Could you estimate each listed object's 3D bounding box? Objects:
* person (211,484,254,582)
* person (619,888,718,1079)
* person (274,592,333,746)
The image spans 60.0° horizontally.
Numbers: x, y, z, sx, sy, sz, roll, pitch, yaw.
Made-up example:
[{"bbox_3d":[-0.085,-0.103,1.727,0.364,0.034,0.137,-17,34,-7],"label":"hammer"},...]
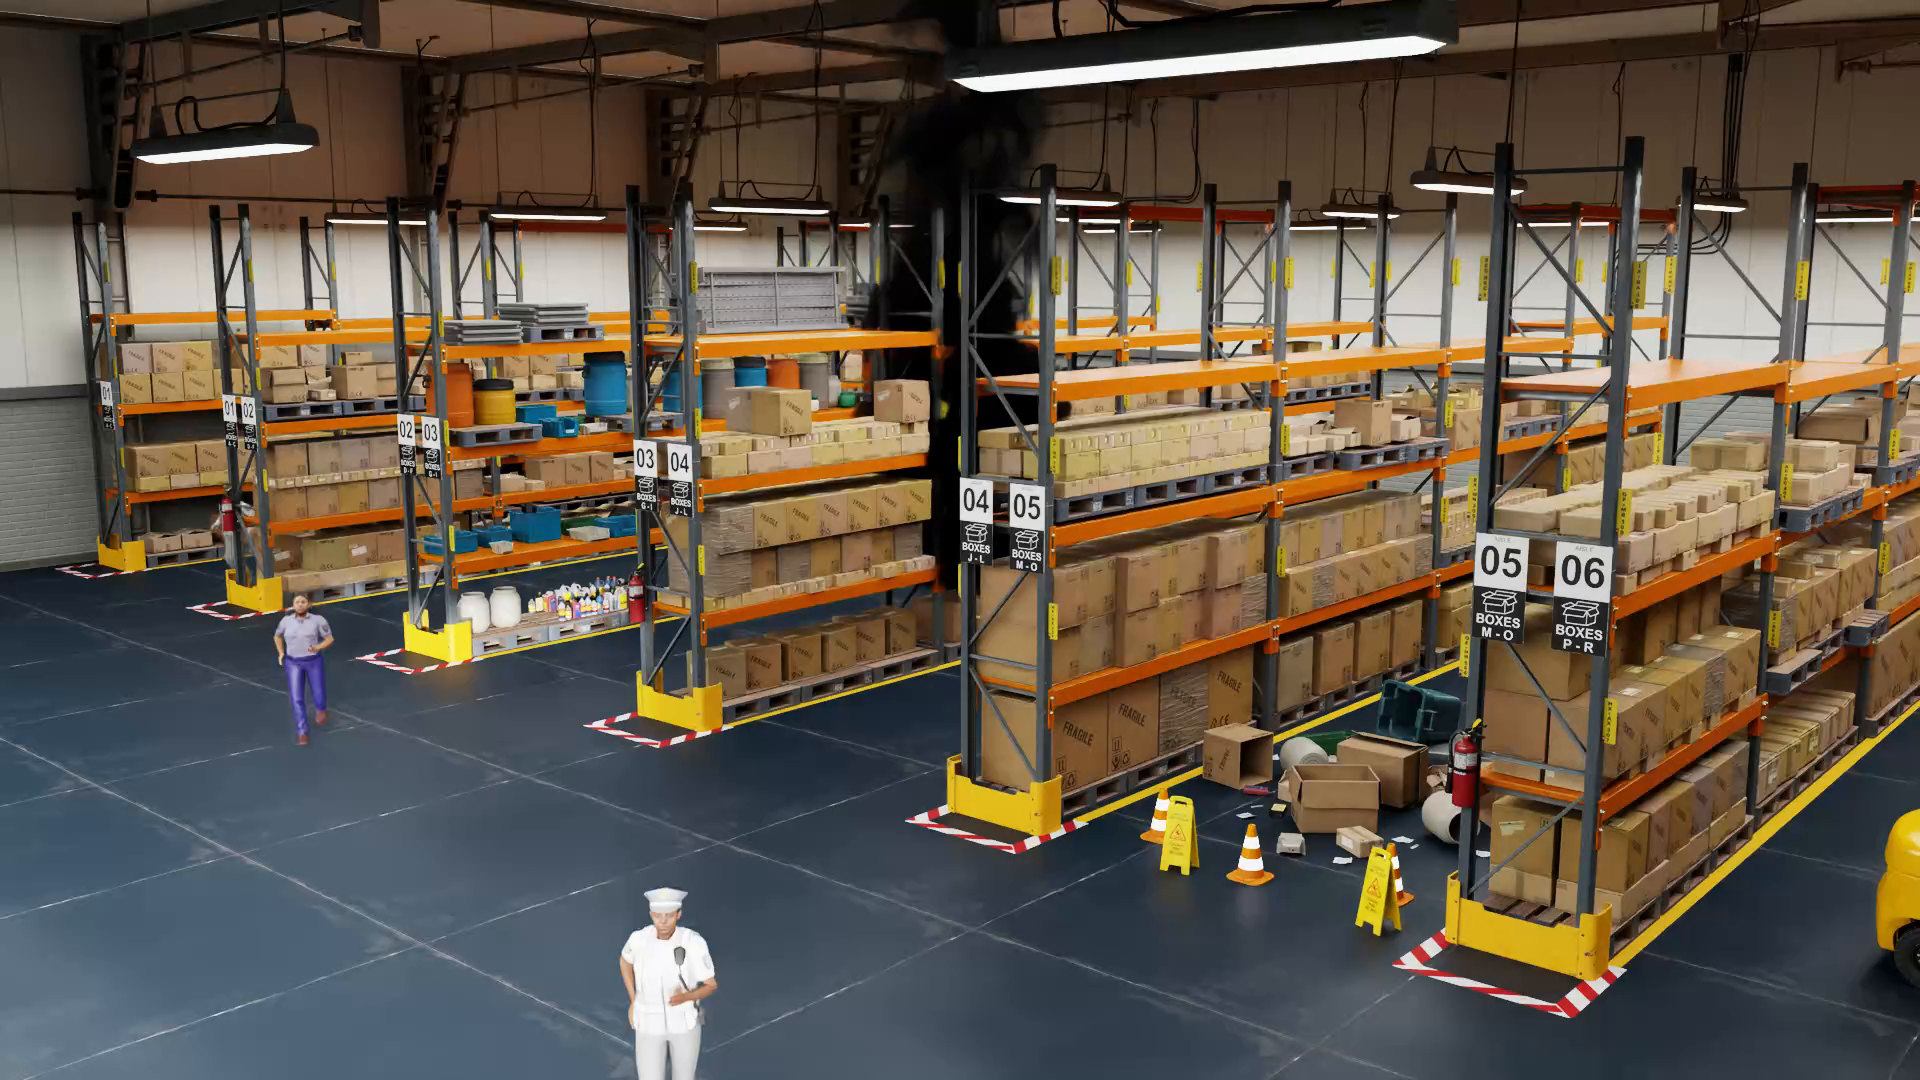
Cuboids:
[{"bbox_3d":[-11.600,-0.048,26.529,0.643,1.708,0.660,5,11,28],"label":"person"},{"bbox_3d":[-1.651,2.782,9.418,0.567,1.740,0.764,-1,10,-6],"label":"person"},{"bbox_3d":[-7.163,1.370,18.180,0.620,1.613,0.823,-3,10,-16],"label":"person"}]
